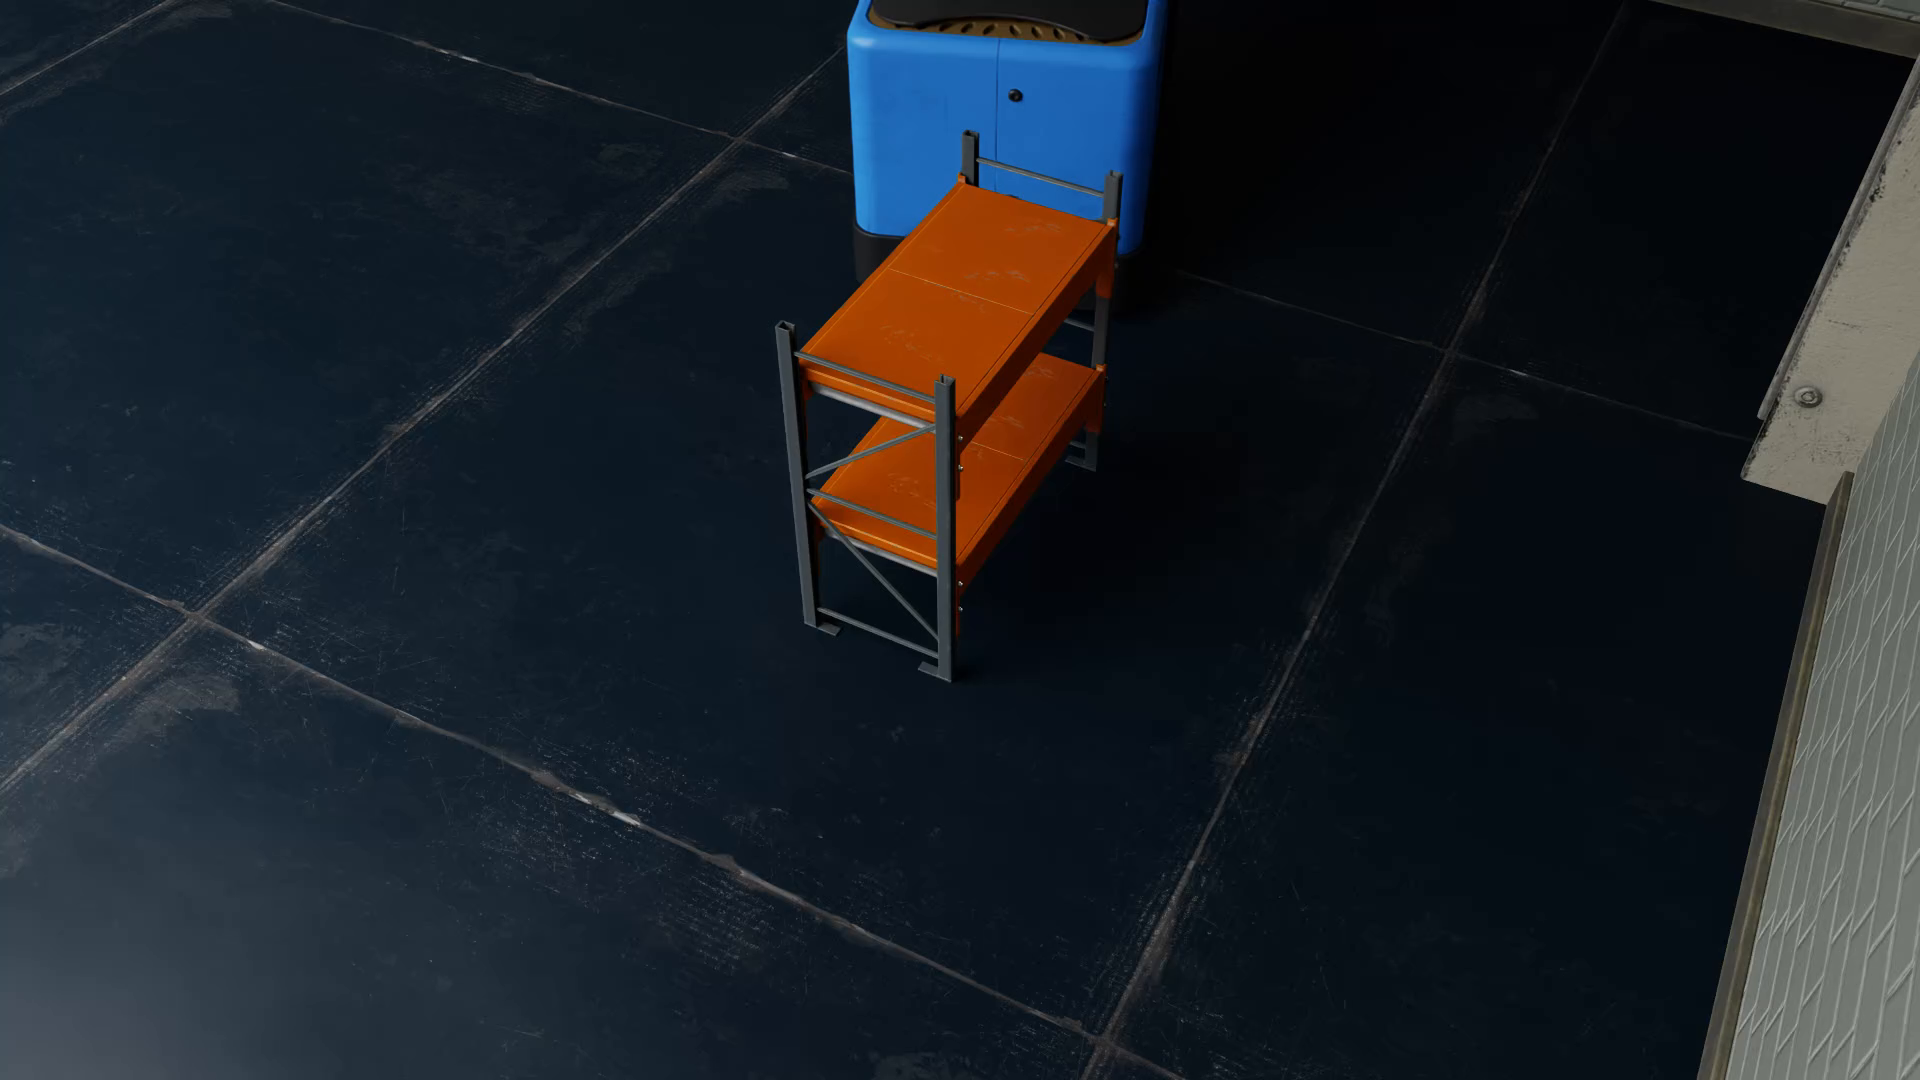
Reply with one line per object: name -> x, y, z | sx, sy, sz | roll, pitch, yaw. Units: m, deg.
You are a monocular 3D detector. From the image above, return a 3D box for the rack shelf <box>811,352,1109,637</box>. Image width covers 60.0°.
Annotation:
rack shelf -> -0.003, -0.219, 5.020 | 0.538, 0.278, 1.000 | 20, 49, 19

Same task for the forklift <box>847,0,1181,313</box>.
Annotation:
forklift -> 0.346, -2.903, 6.058 | 1.130, 2.935, 3.031 | 6, 46, 6

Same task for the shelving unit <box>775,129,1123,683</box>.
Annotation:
shelving unit -> -0.003, -0.391, 4.846 | 0.538, 1.125, 1.048 | 20, 49, 19

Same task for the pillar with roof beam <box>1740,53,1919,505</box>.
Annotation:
pillar with roof beam -> -1.028, -4.862, 3.728 | 9.100, 9.000, 0.400 | 20, 49, 19

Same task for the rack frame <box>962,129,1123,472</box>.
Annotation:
rack frame -> 0.233, -0.711, 5.162 | 0.500, 1.125, 0.032 | 20, 49, 19

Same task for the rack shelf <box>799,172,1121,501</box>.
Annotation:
rack shelf -> -0.003, -0.597, 4.638 | 0.538, 0.278, 1.000 | 20, 49, 19

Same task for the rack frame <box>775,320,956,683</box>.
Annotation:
rack frame -> -0.239, -0.071, 4.529 | 0.500, 1.125, 0.032 | 20, 49, 19
